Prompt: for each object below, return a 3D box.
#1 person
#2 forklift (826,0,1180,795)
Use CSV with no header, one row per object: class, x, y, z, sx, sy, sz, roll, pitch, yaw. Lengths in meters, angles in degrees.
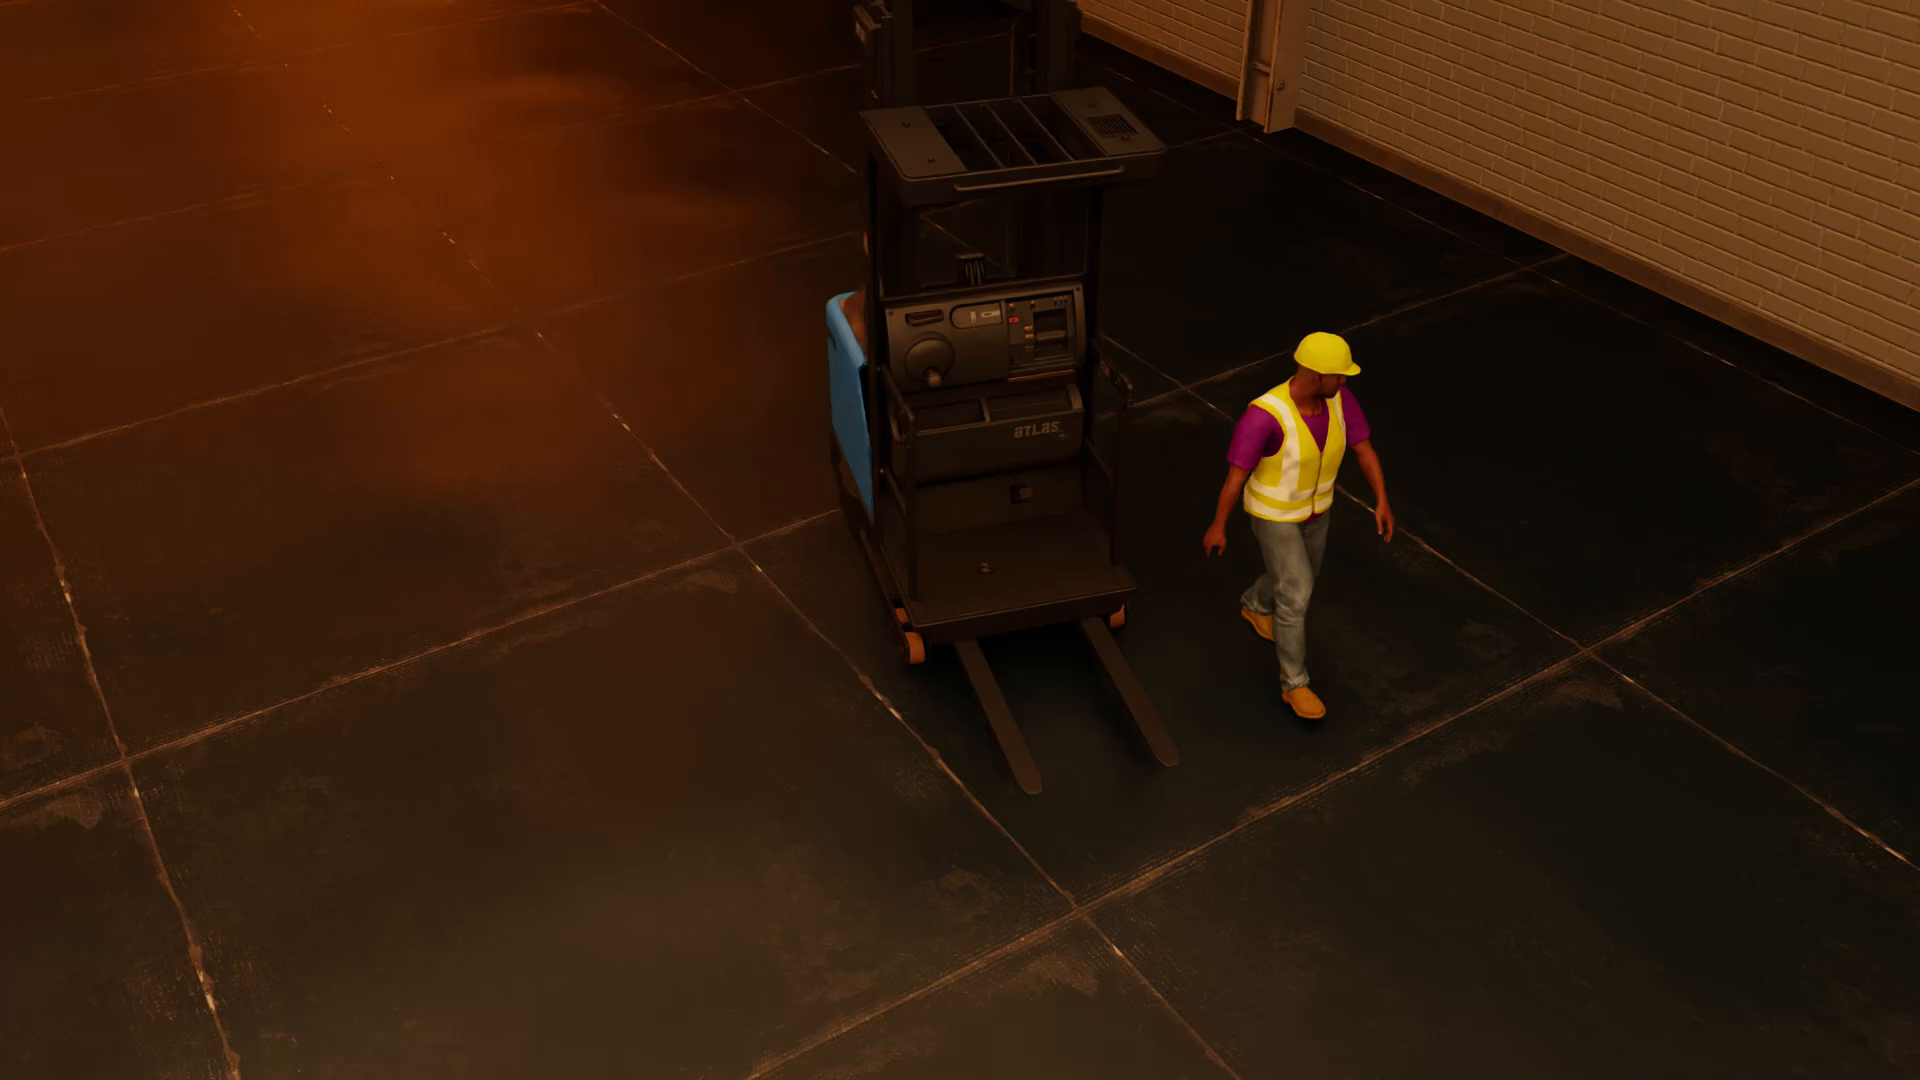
person,1.518,-0.092,7.367,0.771,1.702,0.865,-23,41,-29
forklift,0.183,-0.861,7.373,1.130,2.935,3.031,-9,36,-13
